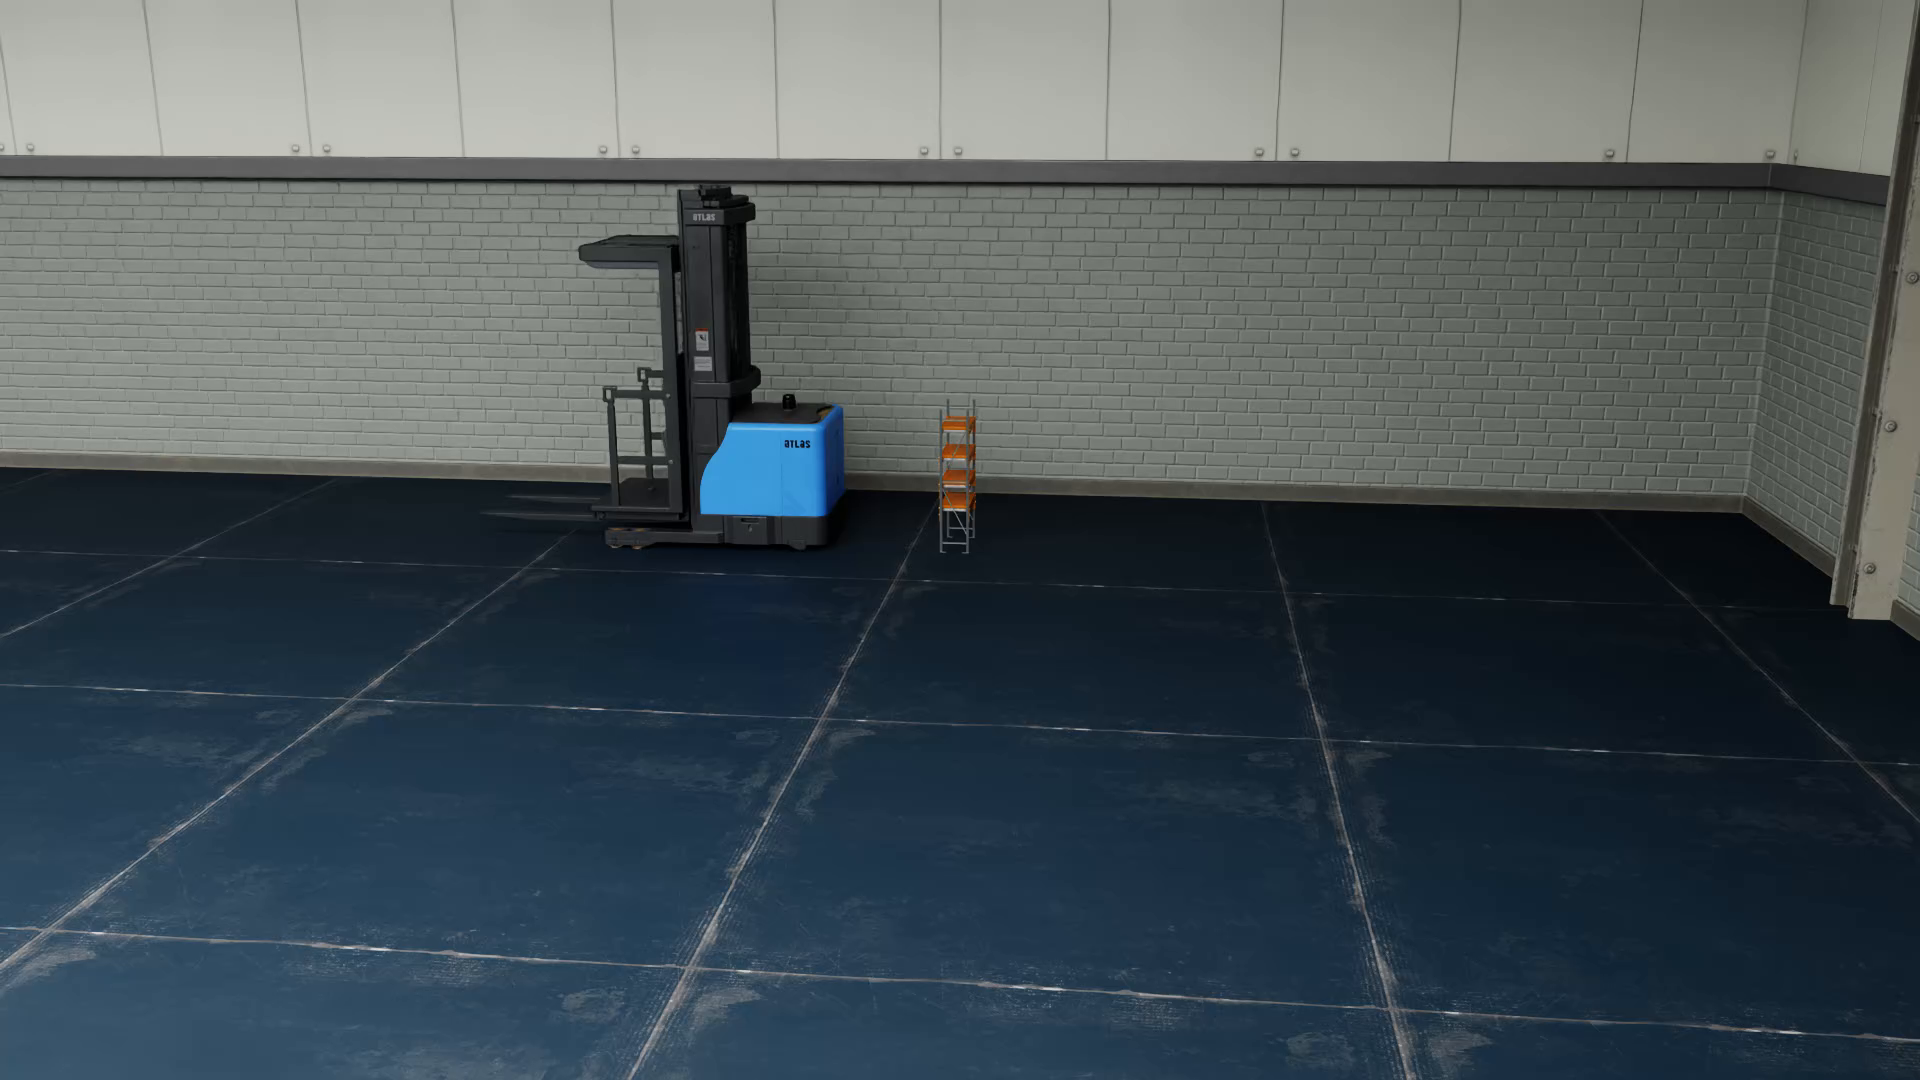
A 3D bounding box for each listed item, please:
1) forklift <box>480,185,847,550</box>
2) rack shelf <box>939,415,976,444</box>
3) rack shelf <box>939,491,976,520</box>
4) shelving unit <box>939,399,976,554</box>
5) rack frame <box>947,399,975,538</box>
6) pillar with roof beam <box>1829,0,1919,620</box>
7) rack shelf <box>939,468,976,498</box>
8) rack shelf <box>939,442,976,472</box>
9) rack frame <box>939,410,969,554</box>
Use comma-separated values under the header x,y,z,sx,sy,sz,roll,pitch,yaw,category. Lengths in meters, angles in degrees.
x,y,z,sx,sy,sz,roll,pitch,yaw,category
-2.546,-1.475,14.003,3.031,2.935,1.130,2,15,6,forklift
-0.019,-0.916,13.744,0.258,0.148,0.480,2,15,6,rack shelf
-0.019,-0.280,13.916,0.258,0.148,0.480,2,15,6,rack shelf
-0.019,-0.536,13.847,0.258,1.200,0.503,2,15,6,shelving unit
0.009,-0.600,14.081,0.240,1.200,0.015,2,15,6,rack frame
2.352,-3.948,11.523,9.100,9.000,0.400,2,15,6,pillar with roof beam
-0.019,-0.471,13.864,0.258,0.148,0.480,2,15,6,rack shelf
-0.019,-0.687,13.806,0.258,0.148,0.480,2,15,6,rack shelf
-0.046,-0.473,13.613,0.240,1.200,0.015,2,15,6,rack frame
